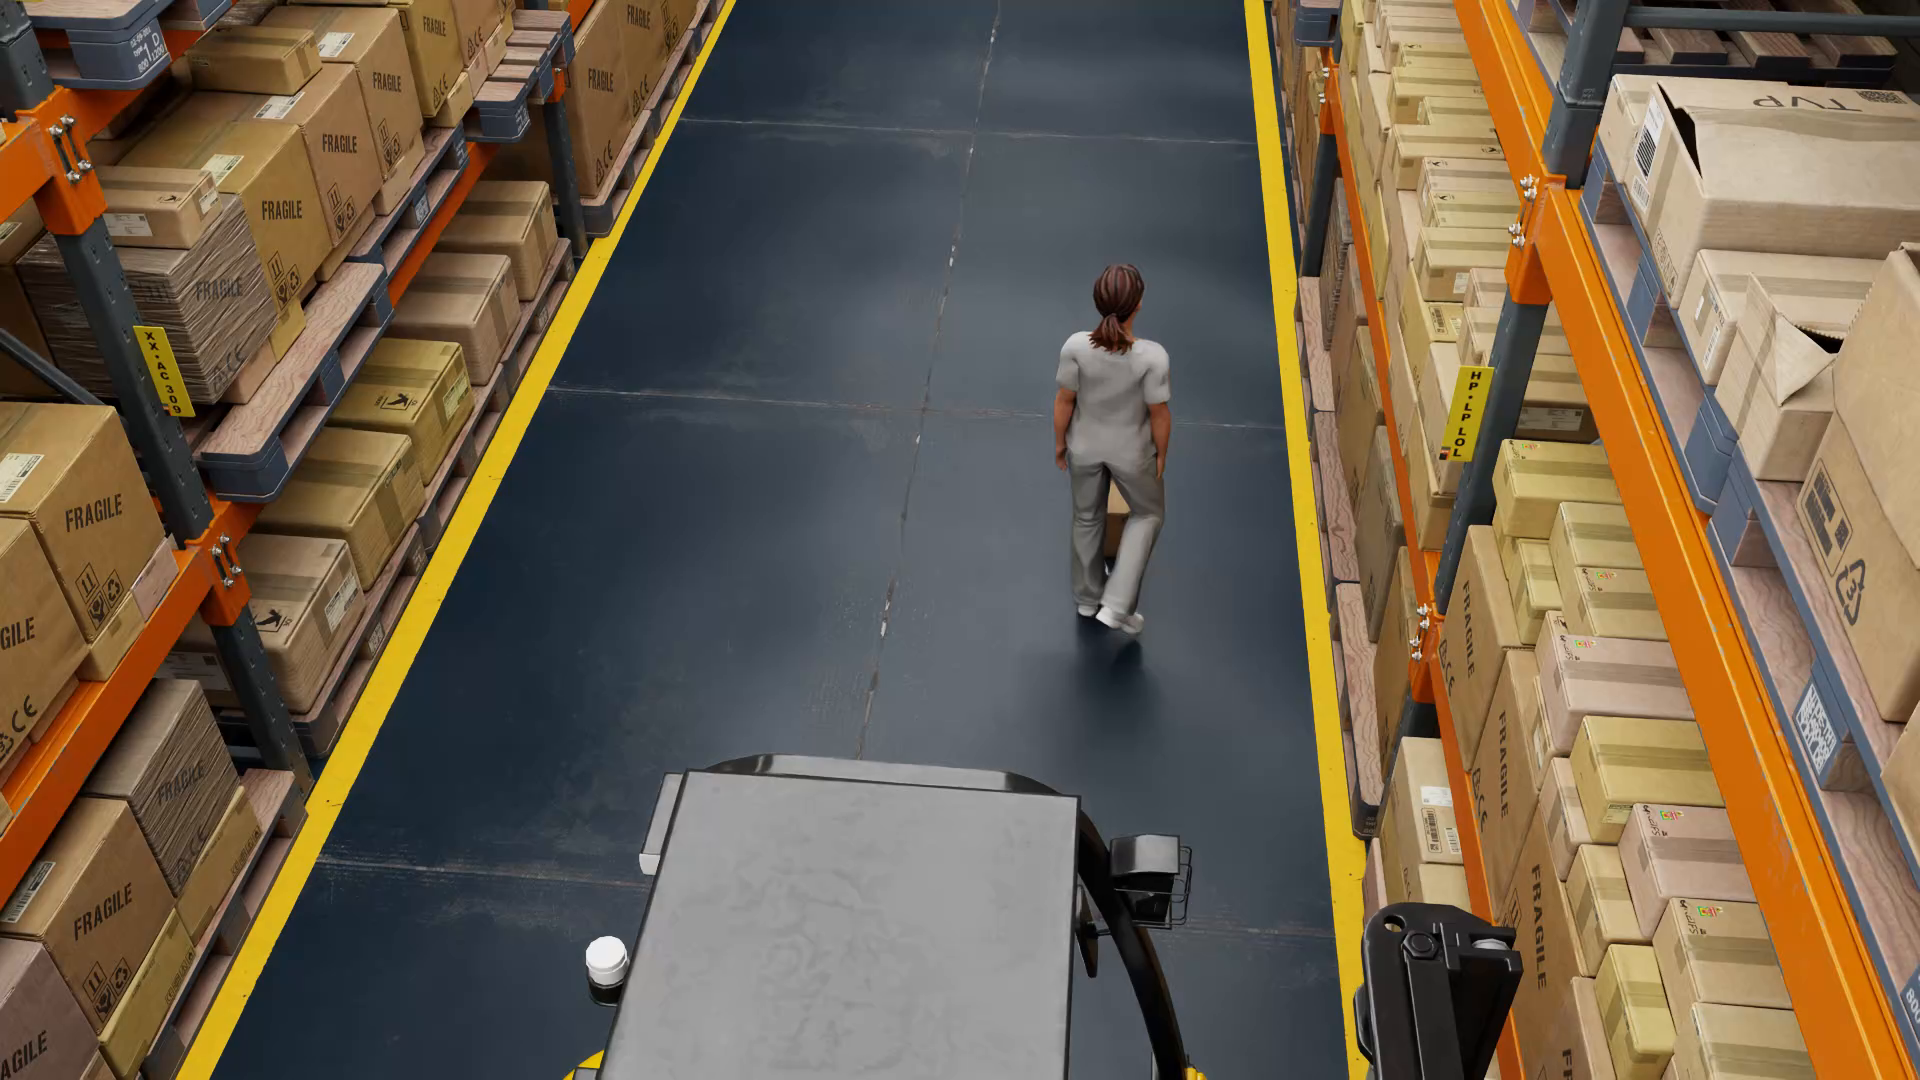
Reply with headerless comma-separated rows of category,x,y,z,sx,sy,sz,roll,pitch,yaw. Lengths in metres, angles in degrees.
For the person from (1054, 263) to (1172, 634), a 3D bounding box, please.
person,0.584,-0.328,6.522,0.456,1.672,0.534,11,41,13
